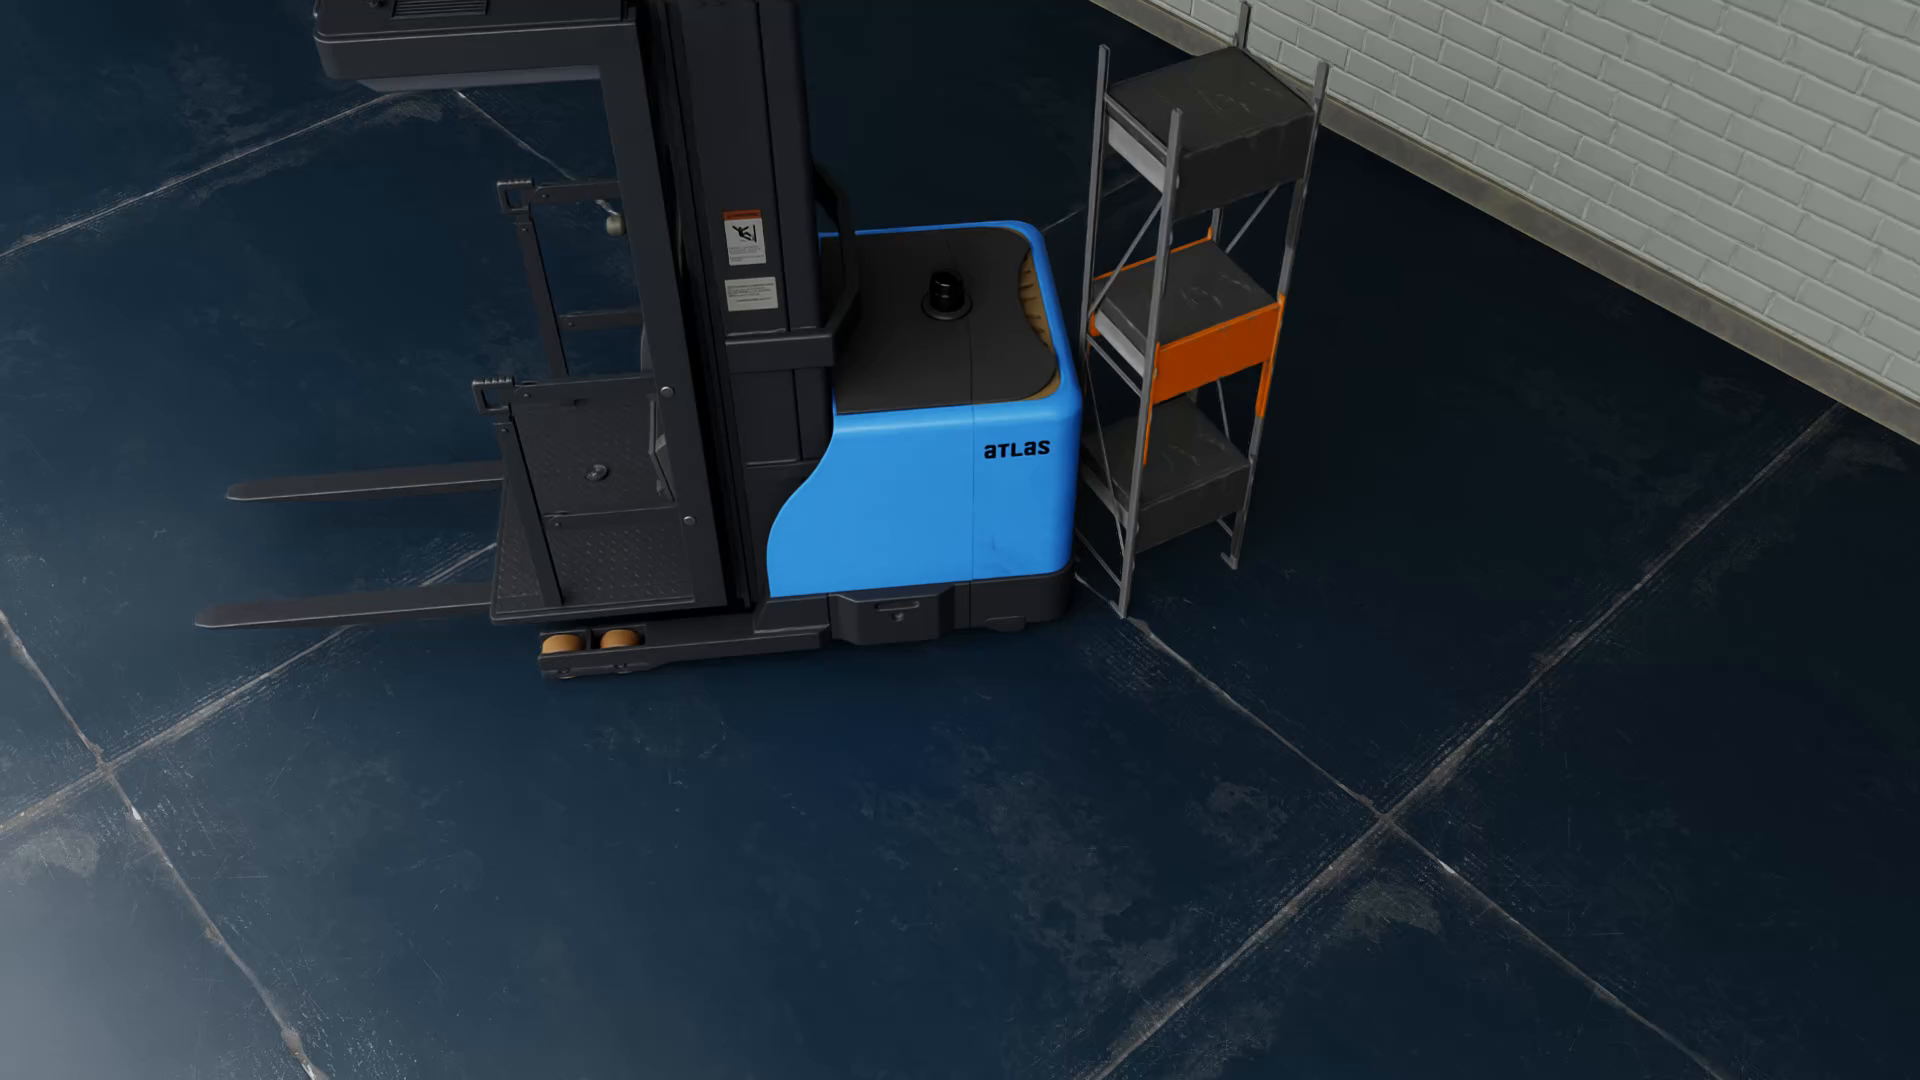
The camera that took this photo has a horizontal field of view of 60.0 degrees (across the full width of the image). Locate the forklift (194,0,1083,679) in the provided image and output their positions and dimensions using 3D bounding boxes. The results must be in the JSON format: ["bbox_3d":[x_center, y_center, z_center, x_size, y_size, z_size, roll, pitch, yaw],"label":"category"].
[{"bbox_3d":[-1.152,-0.923,5.107,3.031,2.935,1.130,-5,47,-4],"label":"forklift"}]

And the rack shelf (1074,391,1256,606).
[{"bbox_3d":[0.709,-0.158,5.938,0.480,0.518,0.431,-22,51,-19],"label":"rack shelf"}]

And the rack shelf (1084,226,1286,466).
[{"bbox_3d":[0.709,-0.633,5.424,0.480,0.518,0.431,-22,51,-19],"label":"rack shelf"}]

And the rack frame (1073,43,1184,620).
[{"bbox_3d":[0.495,-0.555,5.334,0.015,2.100,0.400,-22,51,-19],"label":"rack frame"}]

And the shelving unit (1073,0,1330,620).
[{"bbox_3d":[0.709,-0.642,5.414,0.503,2.100,0.431,-22,51,-19],"label":"shelving unit"}]

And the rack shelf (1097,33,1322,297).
[{"bbox_3d":[0.709,-1.108,4.909,0.480,0.518,0.431,-22,51,-19],"label":"rack shelf"}]

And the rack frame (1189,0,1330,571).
[{"bbox_3d":[0.922,-0.729,5.494,0.015,2.100,0.400,-22,51,-19],"label":"rack frame"}]
